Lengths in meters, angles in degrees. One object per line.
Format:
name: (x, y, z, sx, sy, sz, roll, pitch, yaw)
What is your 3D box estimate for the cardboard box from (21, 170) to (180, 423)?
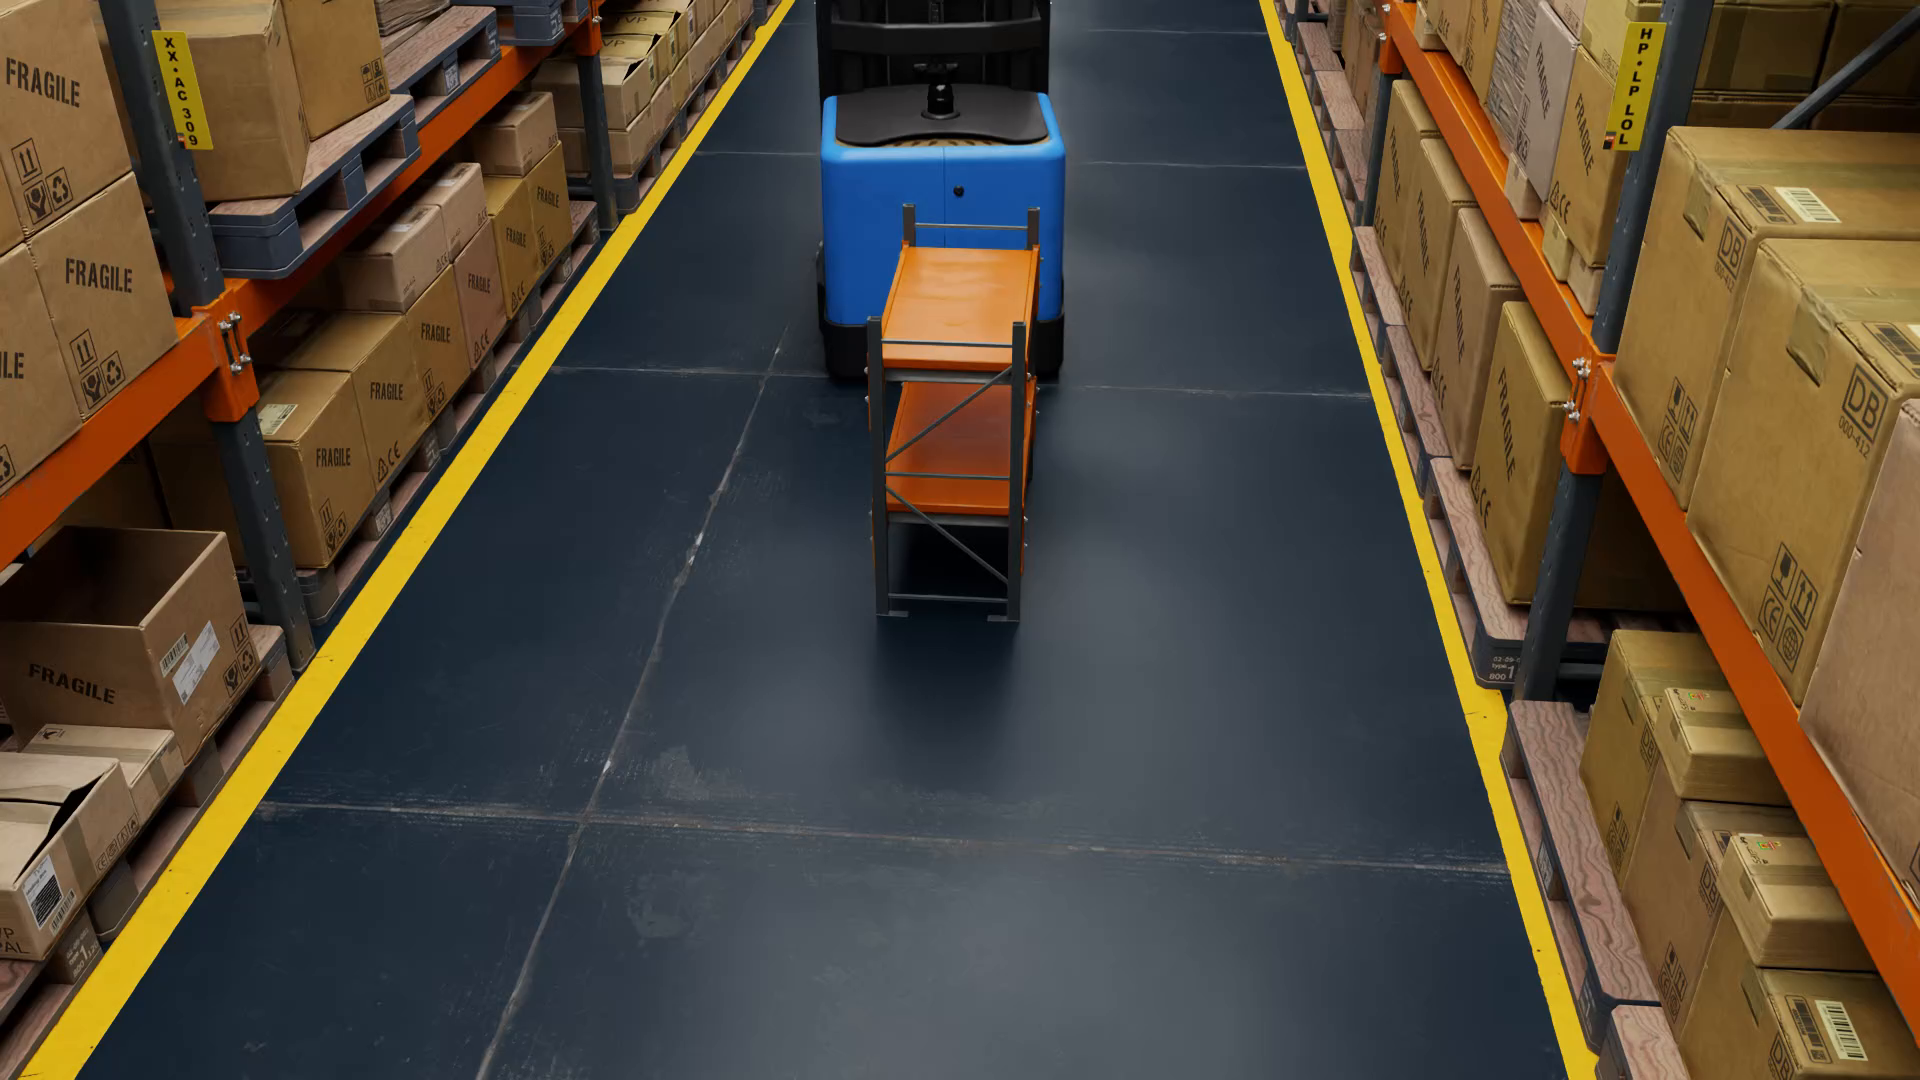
cardboard box: (-2.463, -0.653, 4.356, 0.500, 0.500, 0.500, 3, 32, 5)

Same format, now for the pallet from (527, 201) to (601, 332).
pallet: (-2.451, -1.399, 8.318, 1.003, 0.211, 1.213, 2, 32, 4)

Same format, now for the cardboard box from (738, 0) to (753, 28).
cardboard box: (-1.772, -3.845, 11.851, 0.500, 0.250, 0.500, 2, 32, 4)

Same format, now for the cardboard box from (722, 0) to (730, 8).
cardboard box: (-1.810, -3.817, 11.270, 0.500, 0.311, 0.500, 3, 32, 5)

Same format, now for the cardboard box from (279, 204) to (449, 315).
cardboard box: (-2.315, -1.091, 6.409, 0.500, 0.250, 0.500, 3, 32, 4)

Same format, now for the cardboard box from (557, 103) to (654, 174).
cardboard box: (-2.017, -2.244, 9.253, 0.500, 0.250, 0.500, 2, 32, 4)

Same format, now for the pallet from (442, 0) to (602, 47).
pallet: (-2.338, -2.536, 7.688, 1.213, 0.211, 1.003, 2, 32, 4)

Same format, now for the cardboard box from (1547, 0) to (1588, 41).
cardboard box: (2.093, -1.692, 5.025, 0.500, 0.250, 0.500, 3, 32, 5)

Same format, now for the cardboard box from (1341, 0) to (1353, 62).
cardboard box: (2.875, -3.322, 10.744, 0.700, 0.500, 0.500, 2, 32, 3)

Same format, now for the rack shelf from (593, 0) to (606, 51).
rack shelf: (-2.190, -3.714, 10.103, 1.077, 0.370, 4.000, 2, 32, 4)

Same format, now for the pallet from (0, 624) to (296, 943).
pallet: (-2.735, 0.663, 4.973, 1.003, 0.211, 1.213, 2, 32, 4)

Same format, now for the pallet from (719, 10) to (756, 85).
pallet: (-2.048, -3.492, 11.715, 1.003, 0.211, 1.213, 2, 32, 4)

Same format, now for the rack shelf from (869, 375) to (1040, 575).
rack shelf: (-0.001, -0.267, 6.077, 0.538, 0.278, 1.000, 2, 32, 4)

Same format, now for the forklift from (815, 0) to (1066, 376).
forklift: (-0.137, -2.707, 7.849, 1.130, 2.935, 3.031, -1, 32, -2)

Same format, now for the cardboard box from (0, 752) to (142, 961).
cardboard box: (-2.503, 0.777, 4.274, 0.500, 0.311, 0.500, 2, 32, 4)

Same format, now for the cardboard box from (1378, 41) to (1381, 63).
cardboard box: (2.749, -2.531, 9.461, 0.700, 0.500, 0.500, 2, 32, 4)

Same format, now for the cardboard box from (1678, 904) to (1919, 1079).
cardboard box: (2.008, 1.130, 3.540, 0.700, 0.500, 0.500, 3, 32, 5)

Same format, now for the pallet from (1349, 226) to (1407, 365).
pallet: (2.445, -1.169, 7.945, 1.003, 0.211, 1.213, 2, 32, 4)

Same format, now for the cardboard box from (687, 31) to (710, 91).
cardboard box: (-1.899, -3.047, 10.556, 0.500, 0.250, 0.500, 3, 32, 5)

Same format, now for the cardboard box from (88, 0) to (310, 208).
cardboard box: (-2.417, -1.343, 5.074, 0.700, 0.500, 0.500, -8, 33, -13)

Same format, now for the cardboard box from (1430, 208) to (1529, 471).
cardboard box: (2.252, -0.747, 6.252, 0.750, 0.750, 0.750, 3, 32, 5)

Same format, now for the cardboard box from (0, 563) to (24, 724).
cardboard box: (-2.928, 0.285, 5.073, 0.500, 0.311, 0.500, 2, 32, 4)

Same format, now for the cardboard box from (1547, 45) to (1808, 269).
cardboard box: (2.045, -1.103, 4.783, 0.500, 0.500, 0.500, 2, 32, 3)

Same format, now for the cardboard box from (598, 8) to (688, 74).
cardboard box: (-1.939, -3.025, 9.985, 0.500, 0.311, 0.500, 2, 32, 3)

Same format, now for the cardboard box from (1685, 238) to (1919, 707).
cardboard box: (2.134, -0.137, 3.327, 0.980, 0.700, 0.700, 2, 32, 3)

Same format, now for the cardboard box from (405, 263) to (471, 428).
cardboard box: (-2.316, -0.789, 6.635, 0.500, 0.500, 0.500, 3, 32, 5)

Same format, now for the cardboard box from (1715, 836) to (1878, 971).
cardboard box: (1.844, 0.767, 3.511, 0.380, 0.149, 0.250, 2, 32, 3)

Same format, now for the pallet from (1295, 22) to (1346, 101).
pallet: (2.849, -3.262, 11.342, 1.003, 0.211, 1.213, 2, 32, 4)

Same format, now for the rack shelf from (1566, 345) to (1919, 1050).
rack shelf: (2.096, 0.679, 2.975, 1.077, 0.370, 4.000, 2, 32, 4)

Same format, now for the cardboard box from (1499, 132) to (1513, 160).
cardboard box: (2.152, -1.426, 5.926, 0.380, 0.149, 0.250, 2, 32, 3)

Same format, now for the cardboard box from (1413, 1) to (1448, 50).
cardboard box: (2.192, -2.238, 7.242, 0.380, 0.149, 0.250, 3, 32, 5)

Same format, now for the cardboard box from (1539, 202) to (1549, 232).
cardboard box: (2.068, -1.030, 5.283, 0.380, 0.149, 0.250, 3, 32, 6)

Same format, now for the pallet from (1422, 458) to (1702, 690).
pallet: (2.247, 0.107, 5.875, 1.003, 0.211, 1.213, 2, 32, 4)

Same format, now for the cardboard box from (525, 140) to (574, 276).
cardboard box: (-2.195, -1.599, 7.948, 0.500, 0.500, 0.500, 4, 32, 6)

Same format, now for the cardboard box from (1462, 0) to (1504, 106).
cardboard box: (2.162, -1.894, 6.067, 0.500, 0.500, 0.500, 3, 32, 5)

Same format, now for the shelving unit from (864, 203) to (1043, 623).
shelving unit: (-0.001, -0.475, 5.949, 0.538, 1.125, 1.048, 2, 32, 4)

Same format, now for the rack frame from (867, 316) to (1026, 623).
rack frame: (-0.042, -0.210, 5.518, 0.500, 1.125, 0.032, 2, 32, 4)

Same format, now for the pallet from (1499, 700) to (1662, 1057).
pallet: (2.119, 0.908, 4.575, 1.003, 0.211, 1.213, 2, 32, 4)

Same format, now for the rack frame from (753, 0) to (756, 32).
rack frame: (-2.027, -5.066, 11.612, 1.000, 3.000, 0.127, 2, 32, 4)

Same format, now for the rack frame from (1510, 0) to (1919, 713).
rack frame: (2.259, -0.673, 4.484, 1.000, 3.000, 0.127, 2, 32, 4)
